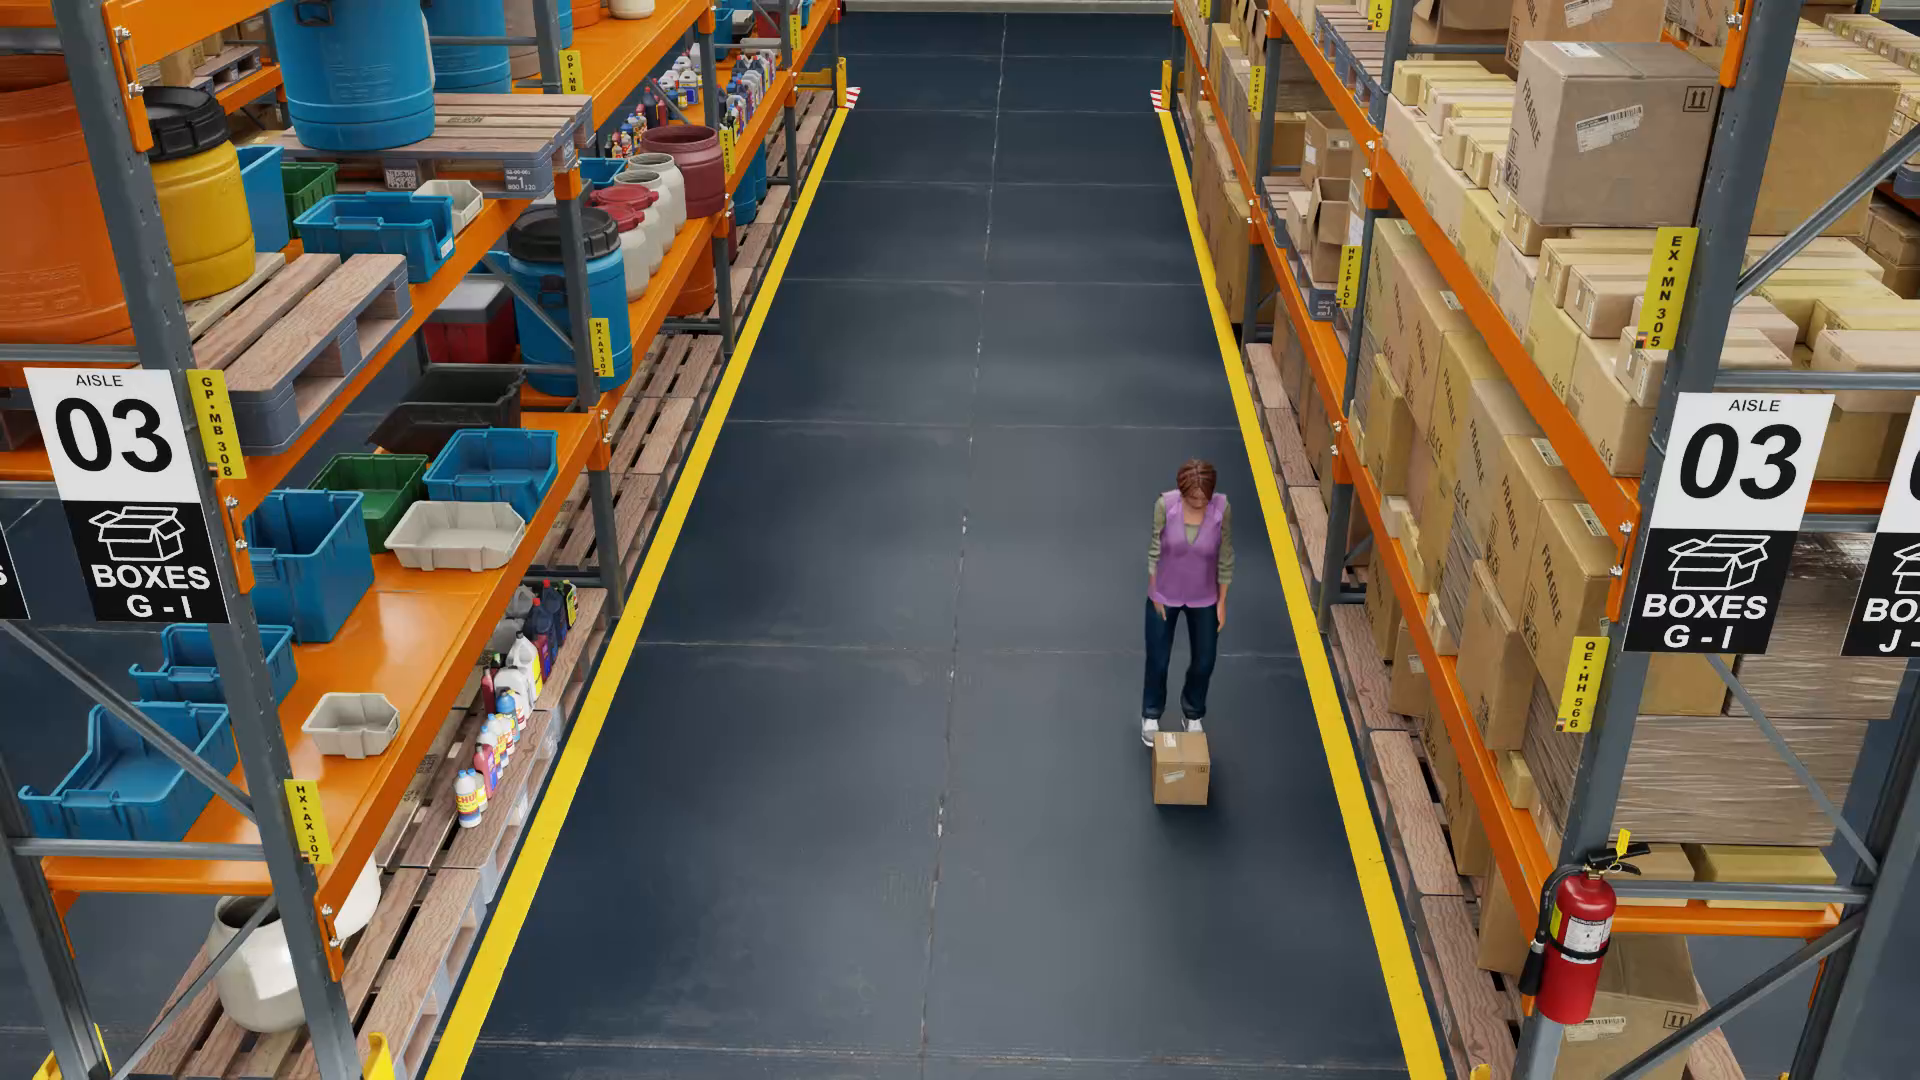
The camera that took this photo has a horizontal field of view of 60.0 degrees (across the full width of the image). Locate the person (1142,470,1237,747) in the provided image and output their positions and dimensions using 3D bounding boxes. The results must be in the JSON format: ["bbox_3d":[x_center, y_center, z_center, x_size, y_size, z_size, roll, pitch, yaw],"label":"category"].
[{"bbox_3d":[1.114,0.319,8.116,0.433,1.539,0.417,2,28,3],"label":"person"}]
